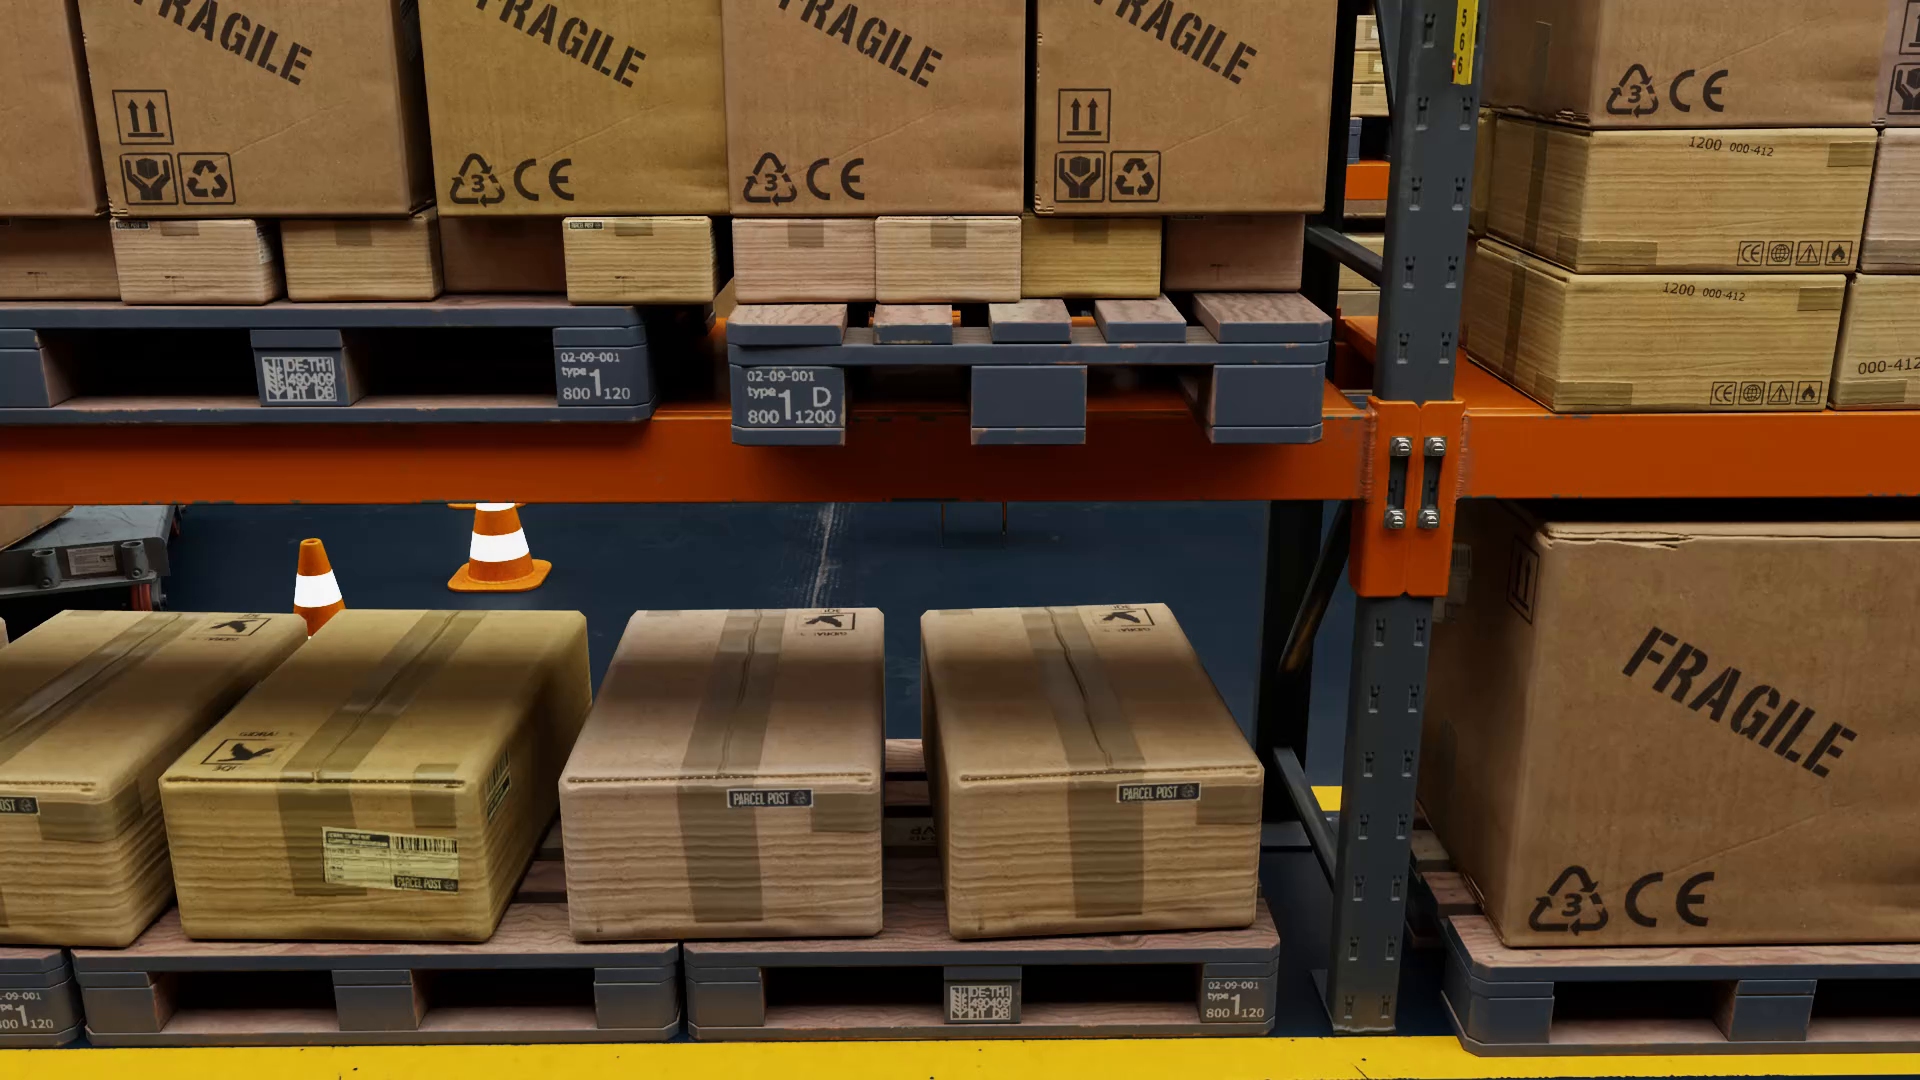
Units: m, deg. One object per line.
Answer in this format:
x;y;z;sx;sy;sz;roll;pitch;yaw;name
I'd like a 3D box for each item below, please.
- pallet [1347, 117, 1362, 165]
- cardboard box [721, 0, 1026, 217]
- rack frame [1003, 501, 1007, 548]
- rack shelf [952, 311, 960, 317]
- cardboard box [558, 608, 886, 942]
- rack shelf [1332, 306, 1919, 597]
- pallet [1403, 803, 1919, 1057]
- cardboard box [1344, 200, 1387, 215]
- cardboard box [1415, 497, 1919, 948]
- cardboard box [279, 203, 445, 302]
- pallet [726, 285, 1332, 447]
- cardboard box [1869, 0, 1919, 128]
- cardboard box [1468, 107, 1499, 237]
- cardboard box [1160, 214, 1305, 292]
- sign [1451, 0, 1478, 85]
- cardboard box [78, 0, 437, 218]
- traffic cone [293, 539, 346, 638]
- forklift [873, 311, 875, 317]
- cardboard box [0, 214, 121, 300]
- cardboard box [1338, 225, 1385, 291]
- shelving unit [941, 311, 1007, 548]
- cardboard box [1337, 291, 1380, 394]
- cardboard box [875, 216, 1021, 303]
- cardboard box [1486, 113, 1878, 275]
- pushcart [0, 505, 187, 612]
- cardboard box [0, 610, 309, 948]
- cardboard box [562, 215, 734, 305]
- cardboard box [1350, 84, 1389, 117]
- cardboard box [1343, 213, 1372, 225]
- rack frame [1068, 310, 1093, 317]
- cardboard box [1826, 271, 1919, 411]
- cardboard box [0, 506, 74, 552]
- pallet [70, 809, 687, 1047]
1.349;-2.025;8.264;1.003;0.211;1.213;0;18;-1;pallet
-0.149;-0.865;2.997;0.500;0.500;0.500;-1;18;-2;cardboard box
0.175;-0.501;6.390;0.008;1.050;0.200;0;18;-1;rack frame
0.053;-0.760;6.305;0.240;0.259;0.215;0;18;-1;rack shelf
-0.485;0.488;3.731;0.625;0.372;0.950;-1;18;-2;cardboard box
2.817;-0.236;3.551;4.000;0.370;1.077;0;18;-1;rack shelf
1.607;0.778;3.777;1.213;0.211;1.003;0;18;-1;pallet
3.128;-2.790;13.124;0.875;0.875;1.225;-1;18;-3;cardboard box
1.510;0.265;3.603;0.875;0.875;0.875;0;18;-1;cardboard box
-1.054;-0.544;3.058;0.250;0.149;0.380;-1;18;-3;cardboard box
0.107;-0.442;3.328;1.003;0.211;1.213;0;18;-1;pallet
1.811;-1.026;3.034;0.500;0.500;0.500;0;18;-1;cardboard box
1.298;-0.816;3.607;0.500;0.250;0.500;0;18;-1;cardboard box
0.494;-0.576;3.156;0.250;0.149;0.380;0;18;1;cardboard box
0.836;-0.917;2.730;0.005;0.325;0.100;0;18;-1;sign
-1.200;-0.860;2.981;0.500;0.500;0.500;-1;18;-3;cardboard box
-1.964;0.225;5.090;0.334;0.463;0.336;0;18;-1;traffic cone
-0.244;-2.827;10.562;3.031;2.935;1.130;0;18;0;forklift
-1.587;-0.549;3.071;0.250;0.149;0.380;0;18;0;cardboard box
1.839;-1.379;8.113;0.500;0.250;0.500;0;18;-2;cardboard box
0.053;-0.500;6.388;0.252;1.050;0.215;0;18;-1;shelving unit
1.852;-1.019;8.219;0.500;0.500;0.500;0;18;0;cardboard box
-0.024;-0.538;3.037;0.250;0.149;0.380;0;18;-1;cardboard box
1.328;-0.663;3.130;0.500;0.250;0.500;0;18;-1;cardboard box
-3.268;0.003;5.922;0.936;0.377;1.648;-7;19;-20;pushcart
-1.939;0.494;3.713;0.625;0.372;0.950;1;18;3;cardboard box
-0.551;-0.533;3.023;0.250;0.149;0.380;0;18;0;cardboard box
1.897;-2.106;7.925;0.250;0.149;0.380;1;18;2;cardboard box
1.823;-1.536;8.603;0.500;0.250;0.500;0;18;0;cardboard box
0.639;-2.080;8.122;0.127;3.000;1.000;0;18;-1;rack frame
1.824;-0.431;3.226;0.500;0.250;0.500;-1;18;-2;cardboard box
-3.240;-0.264;5.311;0.500;0.500;0.500;0;18;-1;cardboard box
-1.180;0.767;3.811;1.213;0.211;1.003;0;18;-1;pallet
